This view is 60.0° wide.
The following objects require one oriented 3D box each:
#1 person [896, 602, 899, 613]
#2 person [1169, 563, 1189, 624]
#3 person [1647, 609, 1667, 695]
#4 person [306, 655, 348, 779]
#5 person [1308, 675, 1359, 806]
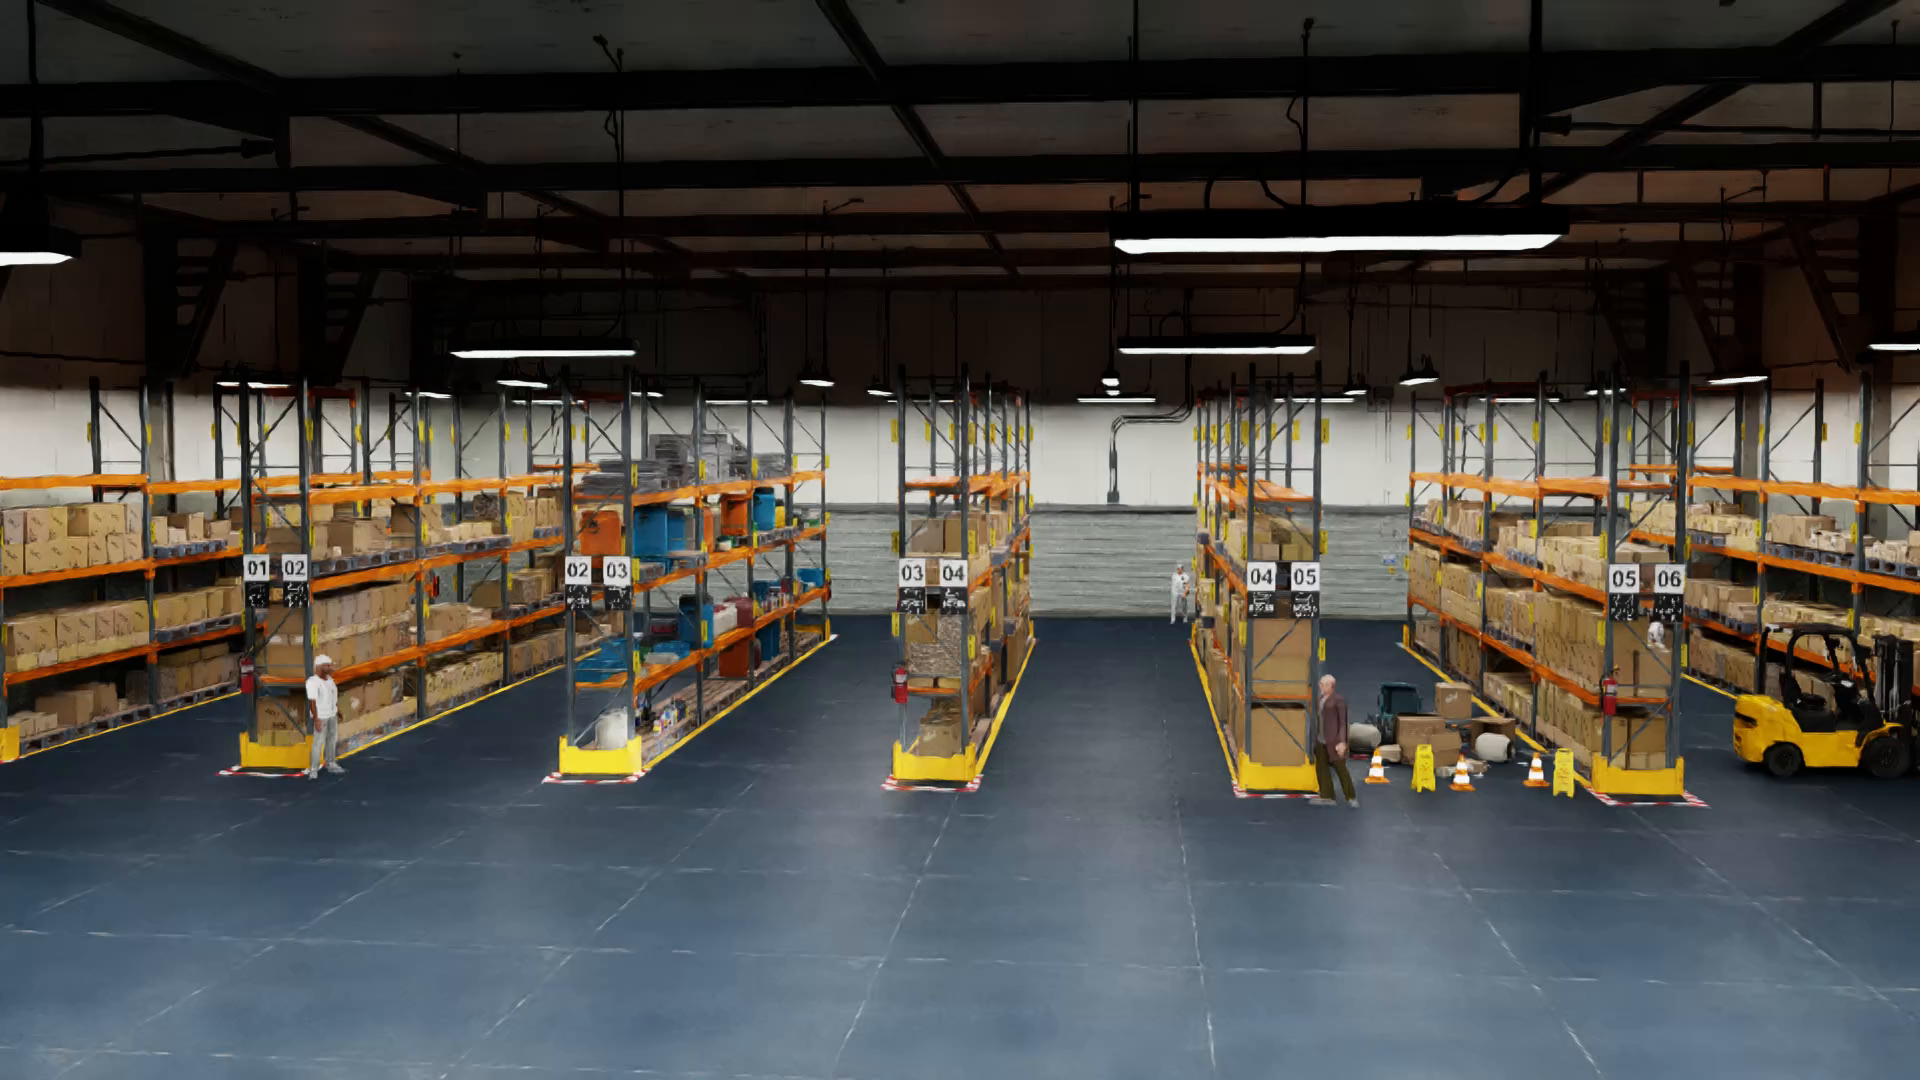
[{"bbox_3d":[-1.115,1.806,36.480,0.577,1.691,1.121,0,4,8],"label":"person"},{"bbox_3d":[5.769,1.396,43.564,0.477,1.597,1.003,1,4,14],"label":"person"},{"bbox_3d":[13.132,2.136,31.471,0.558,1.663,0.572,2,4,31],"label":"person"},{"bbox_3d":[-9.210,2.547,24.165,0.383,1.771,0.728,1,4,12],"label":"person"},{"bbox_3d":[5.033,2.690,22.350,0.596,1.771,0.692,-2,4,-24],"label":"person"}]
